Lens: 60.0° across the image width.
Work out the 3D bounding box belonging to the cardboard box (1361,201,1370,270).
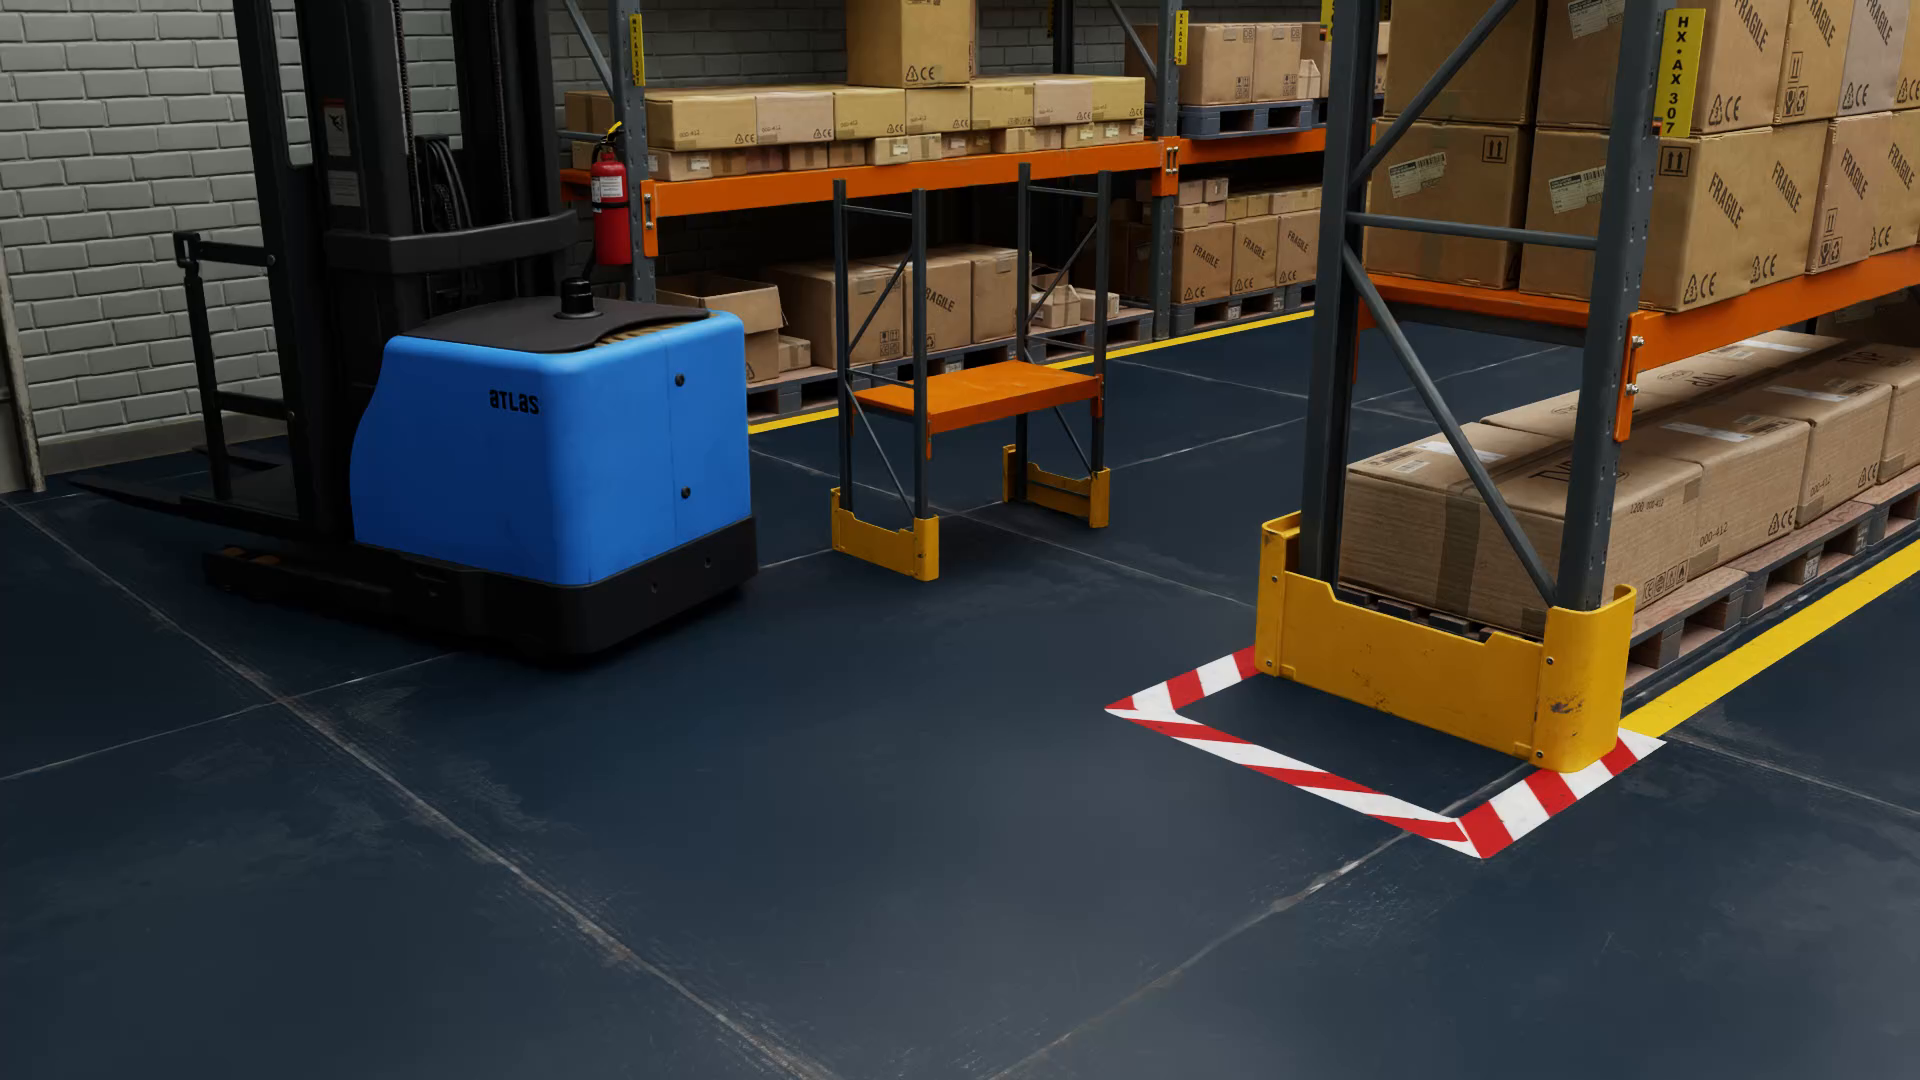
[{"bbox_3d":[3.007,-2.371,12.807,0.500,0.500,0.500,-15,23,-39],"label":"cardboard box"}]

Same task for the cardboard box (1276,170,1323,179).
[{"bbox_3d":[2.725,-2.834,13.184,0.380,0.149,0.250,17,24,41],"label":"cardboard box"}]

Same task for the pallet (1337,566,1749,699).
[{"bbox_3d":[2.044,0.233,5.925,1.213,0.211,1.003,-16,24,-41],"label":"pallet"}]

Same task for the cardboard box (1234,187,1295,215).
[{"bbox_3d":[2.177,-2.440,11.968,0.250,0.149,0.380,-16,24,-41],"label":"cardboard box"}]

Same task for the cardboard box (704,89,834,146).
[{"bbox_3d":[-1.016,-2.231,8.764,0.500,0.250,0.500,-16,24,-40],"label":"cardboard box"}]

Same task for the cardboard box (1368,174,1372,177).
[{"bbox_3d":[3.333,-2.761,12.956,0.380,0.149,0.250,17,25,42],"label":"cardboard box"}]

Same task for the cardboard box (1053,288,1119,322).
[{"bbox_3d":[0.807,-1.526,10.769,0.380,0.149,0.250,17,25,42],"label":"cardboard box"}]

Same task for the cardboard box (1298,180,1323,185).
[{"bbox_3d":[2.749,-2.597,12.451,0.380,0.149,0.250,16,24,41],"label":"cardboard box"}]

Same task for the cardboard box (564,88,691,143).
[{"bbox_3d":[-1.745,-2.246,8.808,0.500,0.250,0.500,-15,23,-39],"label":"cardboard box"}]

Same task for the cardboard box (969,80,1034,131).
[{"bbox_3d":[0.082,-2.561,9.782,0.500,0.250,0.500,-16,24,-41],"label":"cardboard box"}]

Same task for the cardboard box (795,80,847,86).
[{"bbox_3d":[-0.626,-2.569,9.806,0.500,0.250,0.500,-16,24,-41],"label":"cardboard box"}]

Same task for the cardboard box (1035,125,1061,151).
[{"bbox_3d":[0.396,-2.452,10.092,0.250,0.149,0.380,-15,24,-39],"label":"cardboard box"}]

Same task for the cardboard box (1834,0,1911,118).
[{"bbox_3d":[2.800,-1.690,5.550,0.500,0.500,0.500,-16,24,-41],"label":"cardboard box"}]

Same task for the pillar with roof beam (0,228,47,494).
[{"bbox_3d":[-1.517,-3.538,3.307,0.400,9.000,9.100,-16,24,-41],"label":"pillar with roof beam"}]

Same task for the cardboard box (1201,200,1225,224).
[{"bbox_3d":[1.601,-2.278,11.466,0.250,0.149,0.380,-17,25,-42],"label":"cardboard box"}]

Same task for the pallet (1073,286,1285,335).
[{"bbox_3d":[1.575,-1.720,11.949,1.213,0.211,1.003,-16,24,-41],"label":"pallet"}]

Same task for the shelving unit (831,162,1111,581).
[{"bbox_3d":[0.055,-0.730,6.803,1.083,1.500,0.587,-16,24,-41],"label":"shelving unit"}]

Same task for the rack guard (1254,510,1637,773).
[{"bbox_3d":[1.499,0.287,5.288,0.348,0.500,1.175,-16,24,-41],"label":"rack guard"}]

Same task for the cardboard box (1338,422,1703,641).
[{"bbox_3d":[1.927,-0.050,5.749,0.875,0.438,0.875,17,24,42],"label":"cardboard box"}]

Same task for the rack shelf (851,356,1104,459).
[{"bbox_3d":[0.062,-0.560,6.865,1.000,0.185,0.538,-16,24,-41],"label":"rack shelf"}]

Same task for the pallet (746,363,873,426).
[{"bbox_3d":[-1.263,-0.877,9.348,1.213,0.211,1.003,-16,24,-41],"label":"pallet"}]

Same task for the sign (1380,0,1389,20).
[{"bbox_3d":[3.533,-4.388,13.778,0.005,0.325,0.100,-16,24,-41],"label":"sign"}]

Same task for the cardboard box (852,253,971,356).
[{"bbox_3d":[-0.286,-1.400,9.810,0.500,0.500,0.500,-16,24,-40],"label":"cardboard box"}]

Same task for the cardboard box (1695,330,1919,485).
[{"bbox_3d":[3.893,-0.626,7.527,0.875,0.438,0.875,-17,24,-42],"label":"cardboard box"}]

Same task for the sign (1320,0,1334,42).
[{"bbox_3d":[1.154,-1.695,5.087,0.005,0.325,0.100,-16,24,-41],"label":"sign"}]

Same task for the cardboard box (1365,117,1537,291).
[{"bbox_3d":[1.685,-1.116,5.401,0.500,0.500,0.500,-16,24,-41],"label":"cardboard box"}]

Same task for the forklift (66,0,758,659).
[{"bbox_3d":[-2.312,-1.299,6.240,3.031,2.935,1.130,10,20,28],"label":"forklift"}]

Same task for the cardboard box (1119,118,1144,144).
[{"bbox_3d":[0.952,-2.622,10.617,0.250,0.149,0.380,-16,24,-40],"label":"cardboard box"}]

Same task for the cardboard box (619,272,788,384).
[{"bbox_3d":[-1.387,-1.139,9.001,0.797,0.503,0.637,17,24,42],"label":"cardboard box"}]

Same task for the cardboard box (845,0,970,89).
[{"bbox_3d":[-0.292,-2.799,9.299,0.500,0.500,0.500,-15,24,-39],"label":"cardboard box"}]

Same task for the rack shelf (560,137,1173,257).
[{"bbox_3d":[-0.443,-2.100,9.765,4.000,0.370,1.077,-16,24,-41],"label":"rack shelf"}]

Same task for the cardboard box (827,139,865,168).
[{"bbox_3d":[-0.734,-2.132,9.105,0.250,0.149,0.380,-16,24,-40],"label":"cardboard box"}]

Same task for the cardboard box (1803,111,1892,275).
[{"bbox_3d":[2.793,-1.209,5.688,0.500,0.500,0.500,-16,24,-41],"label":"cardboard box"}]

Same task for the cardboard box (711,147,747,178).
[{"bbox_3d":[-1.316,-1.971,8.609,0.250,0.149,0.380,-15,24,-39],"label":"cardboard box"}]

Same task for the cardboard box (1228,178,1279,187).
[{"bbox_3d":[2.195,-2.659,12.641,0.380,0.149,0.250,17,24,42],"label":"cardboard box"}]

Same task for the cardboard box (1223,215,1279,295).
[{"bbox_3d":[1.896,-2.044,11.797,0.500,0.500,0.500,-17,24,-42],"label":"cardboard box"}]

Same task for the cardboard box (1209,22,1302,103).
[{"bbox_3d":[1.891,-3.275,11.381,0.500,0.500,0.700,-16,24,-40],"label":"cardboard box"}]

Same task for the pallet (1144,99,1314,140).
[{"bbox_3d":[1.666,-2.920,11.437,1.213,0.211,1.003,-16,24,-41],"label":"pallet"}]

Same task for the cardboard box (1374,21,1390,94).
[{"bbox_3d":[2.857,-3.575,12.300,0.637,0.503,0.797,-17,25,-42],"label":"cardboard box"}]

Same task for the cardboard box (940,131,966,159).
[{"bbox_3d":[-0.182,-2.299,9.620,0.250,0.149,0.380,-16,24,-41],"label":"cardboard box"}]

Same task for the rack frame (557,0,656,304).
[{"bbox_3d":[-1.897,-2.018,8.347,0.127,3.000,1.000,-16,24,-41],"label":"rack frame"}]
